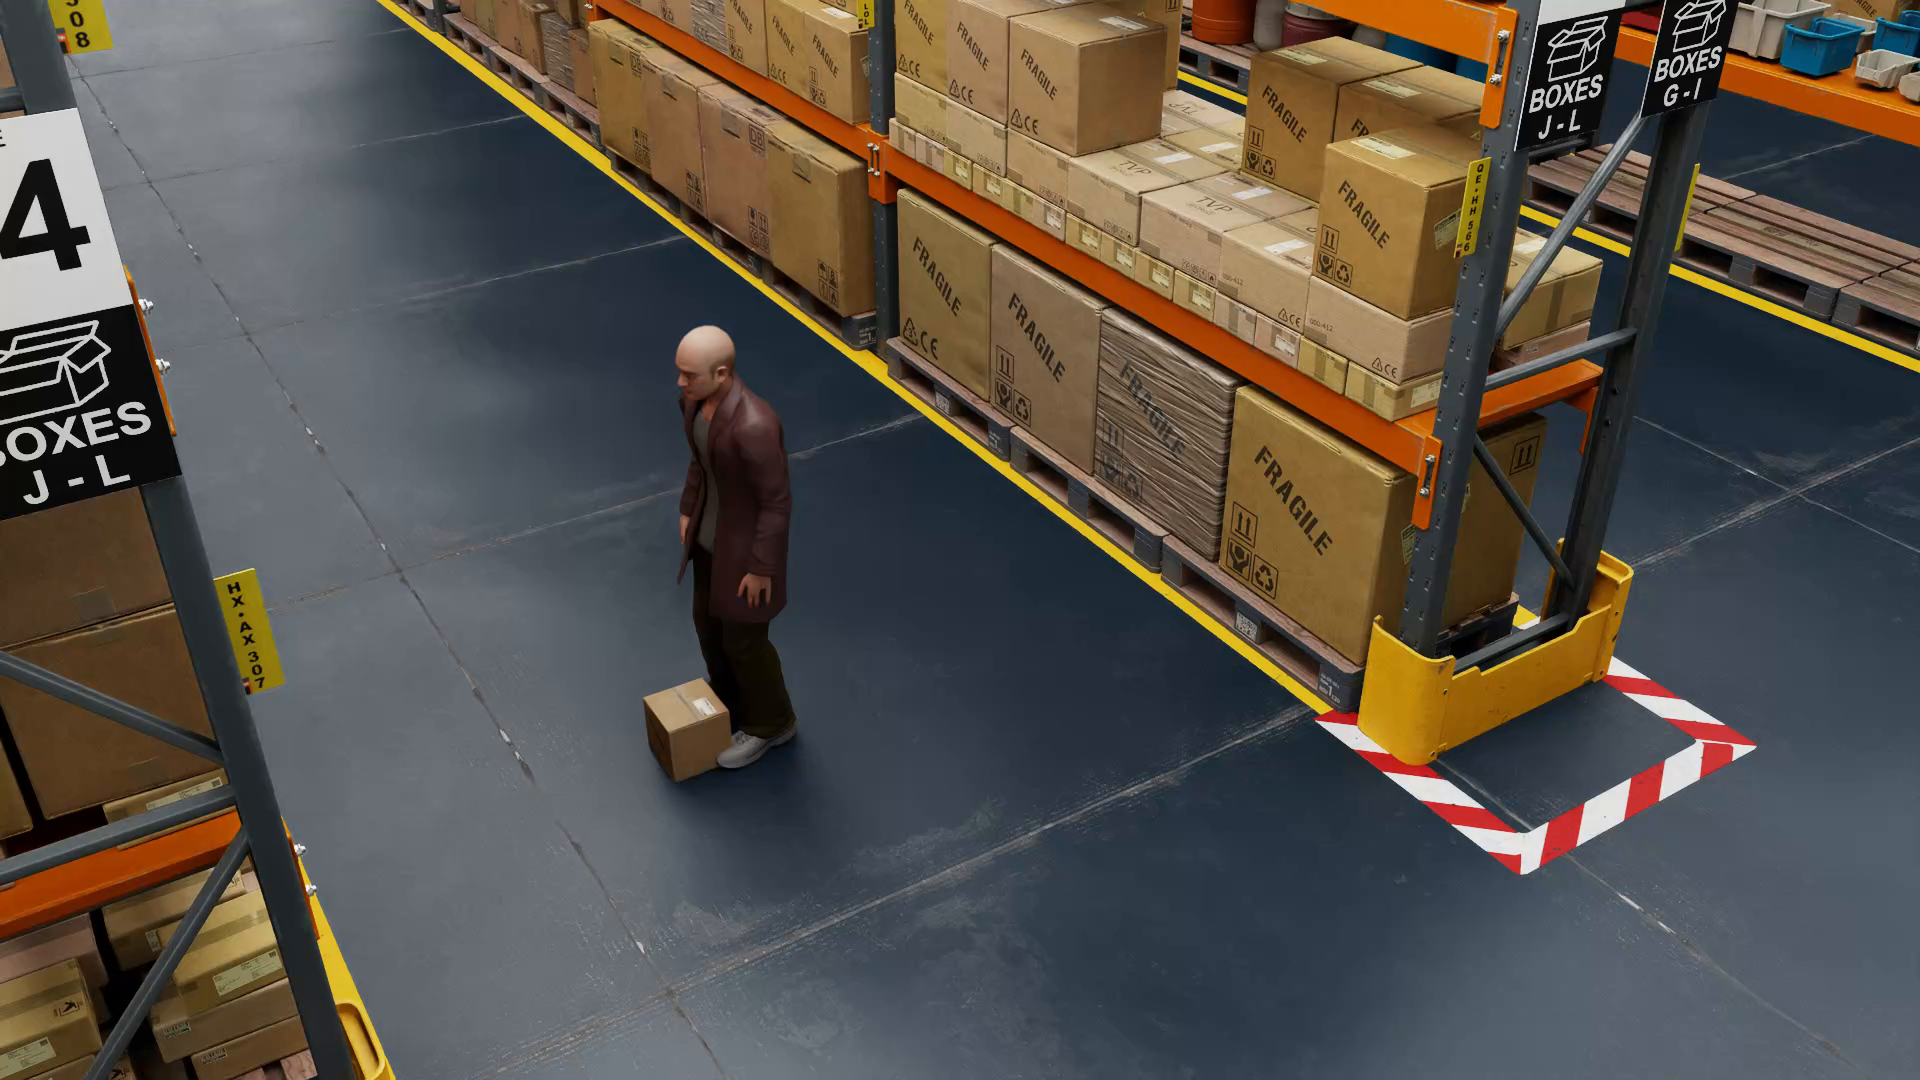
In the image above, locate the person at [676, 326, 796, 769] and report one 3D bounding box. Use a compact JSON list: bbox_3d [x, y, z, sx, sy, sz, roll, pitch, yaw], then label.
[{"bbox_3d":[-0.843,0.011,6.135,0.427,1.773,0.628,-20,37,-29],"label":"person"}]
